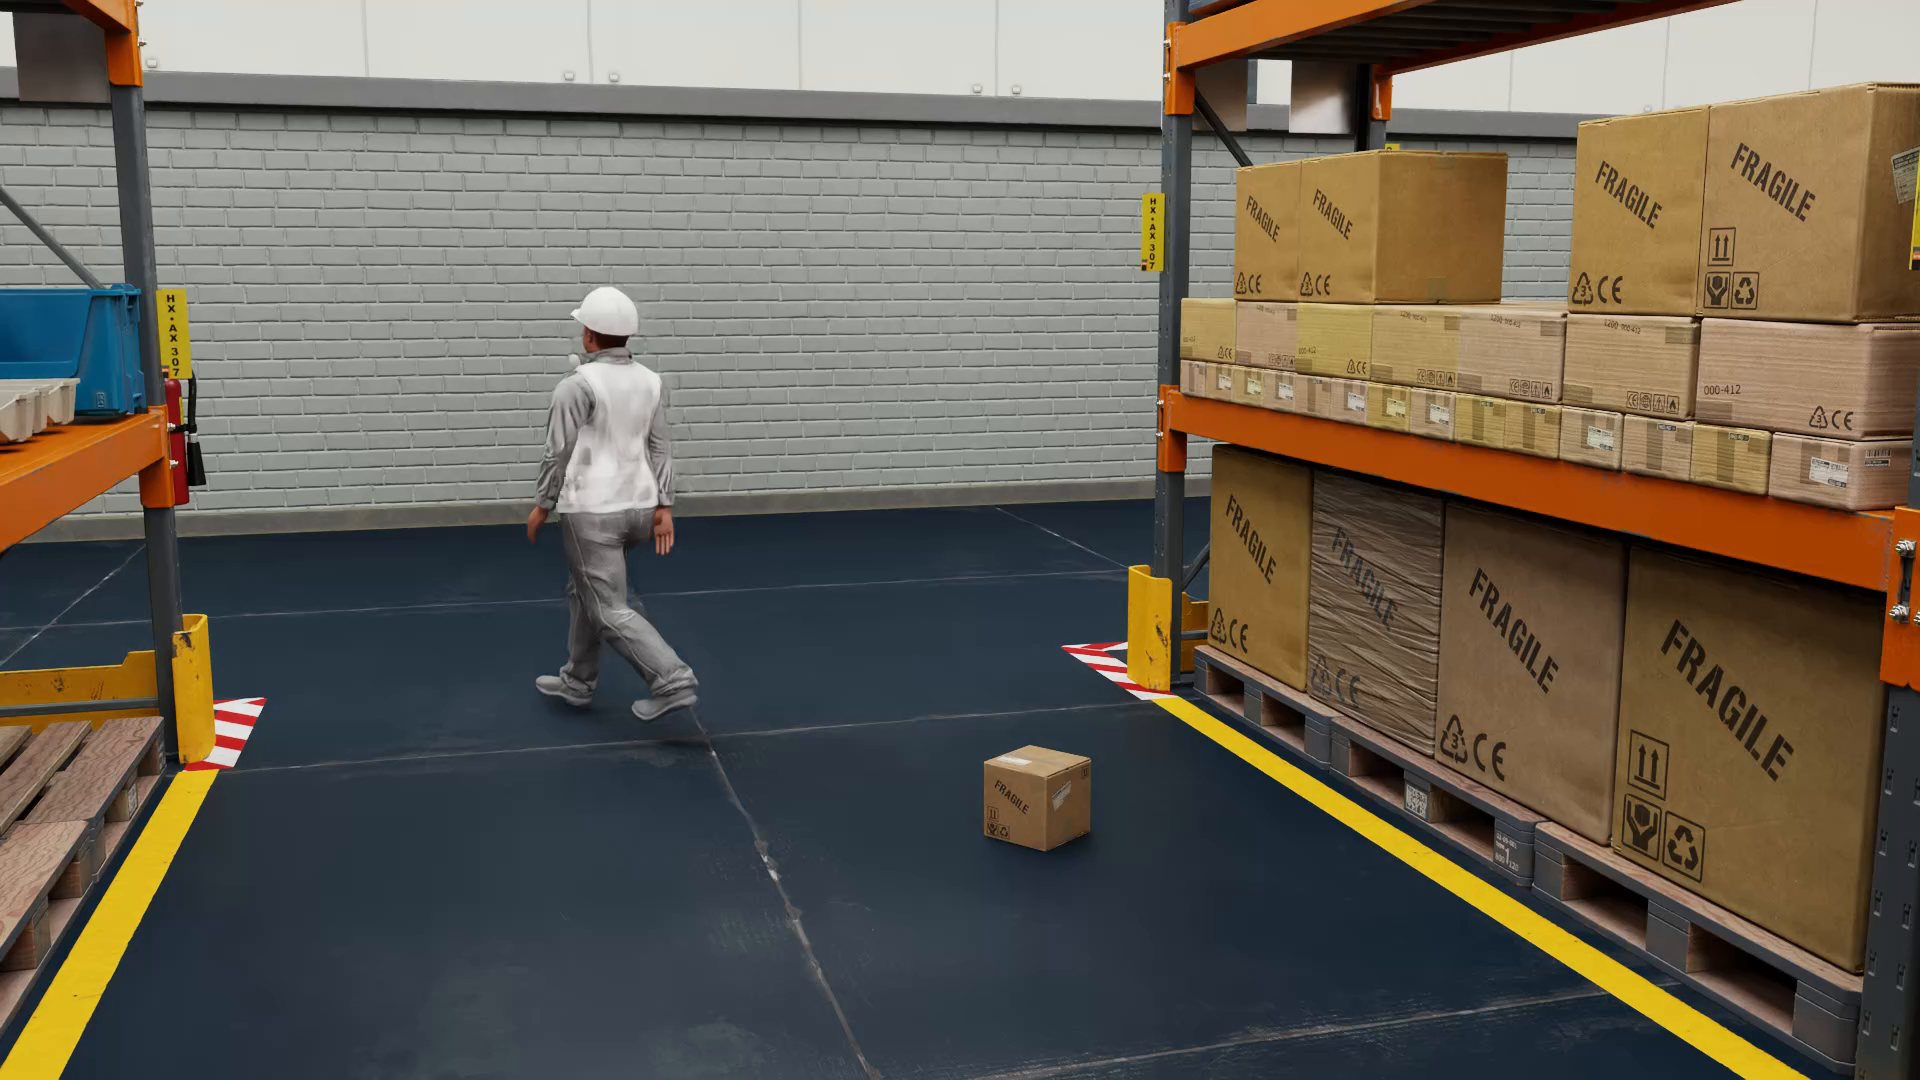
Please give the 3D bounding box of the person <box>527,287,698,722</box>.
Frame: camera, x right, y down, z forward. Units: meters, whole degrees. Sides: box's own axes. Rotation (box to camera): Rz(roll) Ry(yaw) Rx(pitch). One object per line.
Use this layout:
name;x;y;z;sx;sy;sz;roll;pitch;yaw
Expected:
person;-1.411;-0.131;6.609;1.020;1.730;0.537;6;11;31
